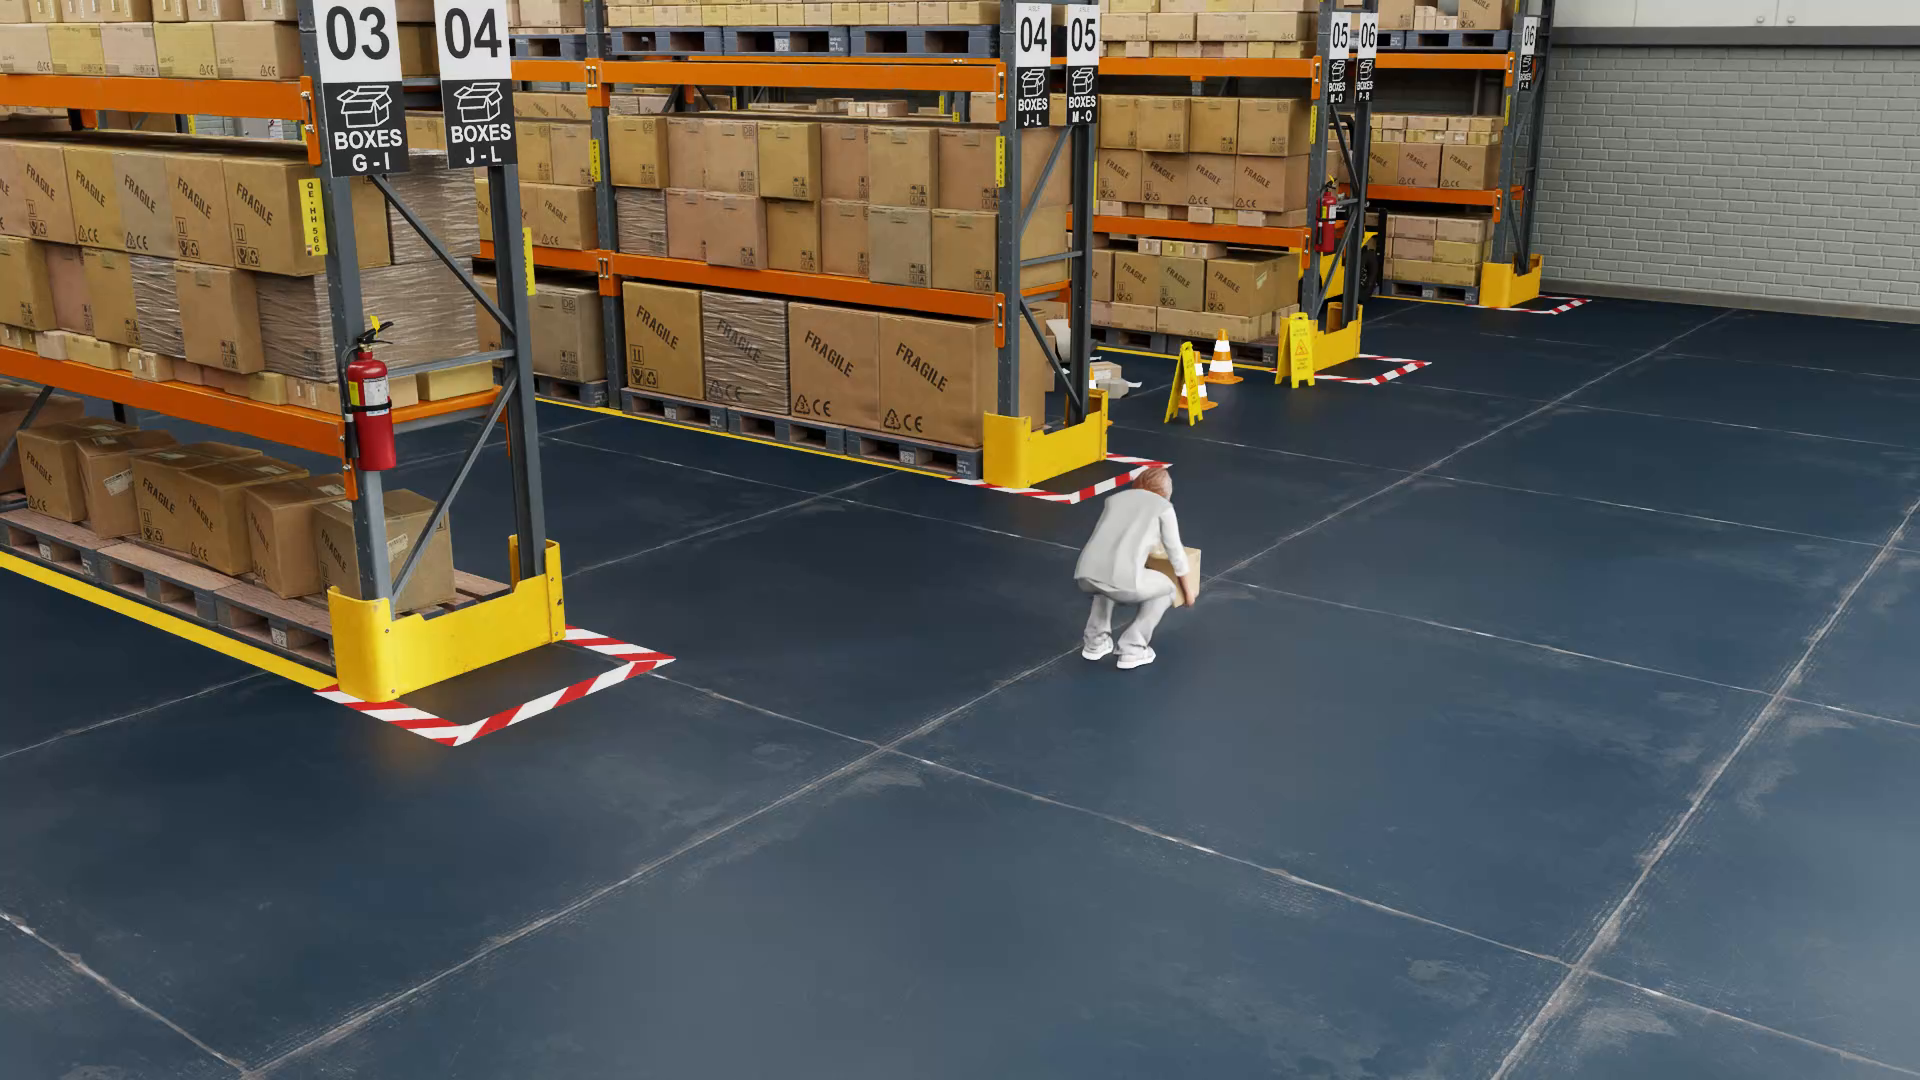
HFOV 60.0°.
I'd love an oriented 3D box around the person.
[{"bbox_3d":[0.865,0.143,8.311,0.420,0.895,0.835,12,20,33],"label":"person"}]
